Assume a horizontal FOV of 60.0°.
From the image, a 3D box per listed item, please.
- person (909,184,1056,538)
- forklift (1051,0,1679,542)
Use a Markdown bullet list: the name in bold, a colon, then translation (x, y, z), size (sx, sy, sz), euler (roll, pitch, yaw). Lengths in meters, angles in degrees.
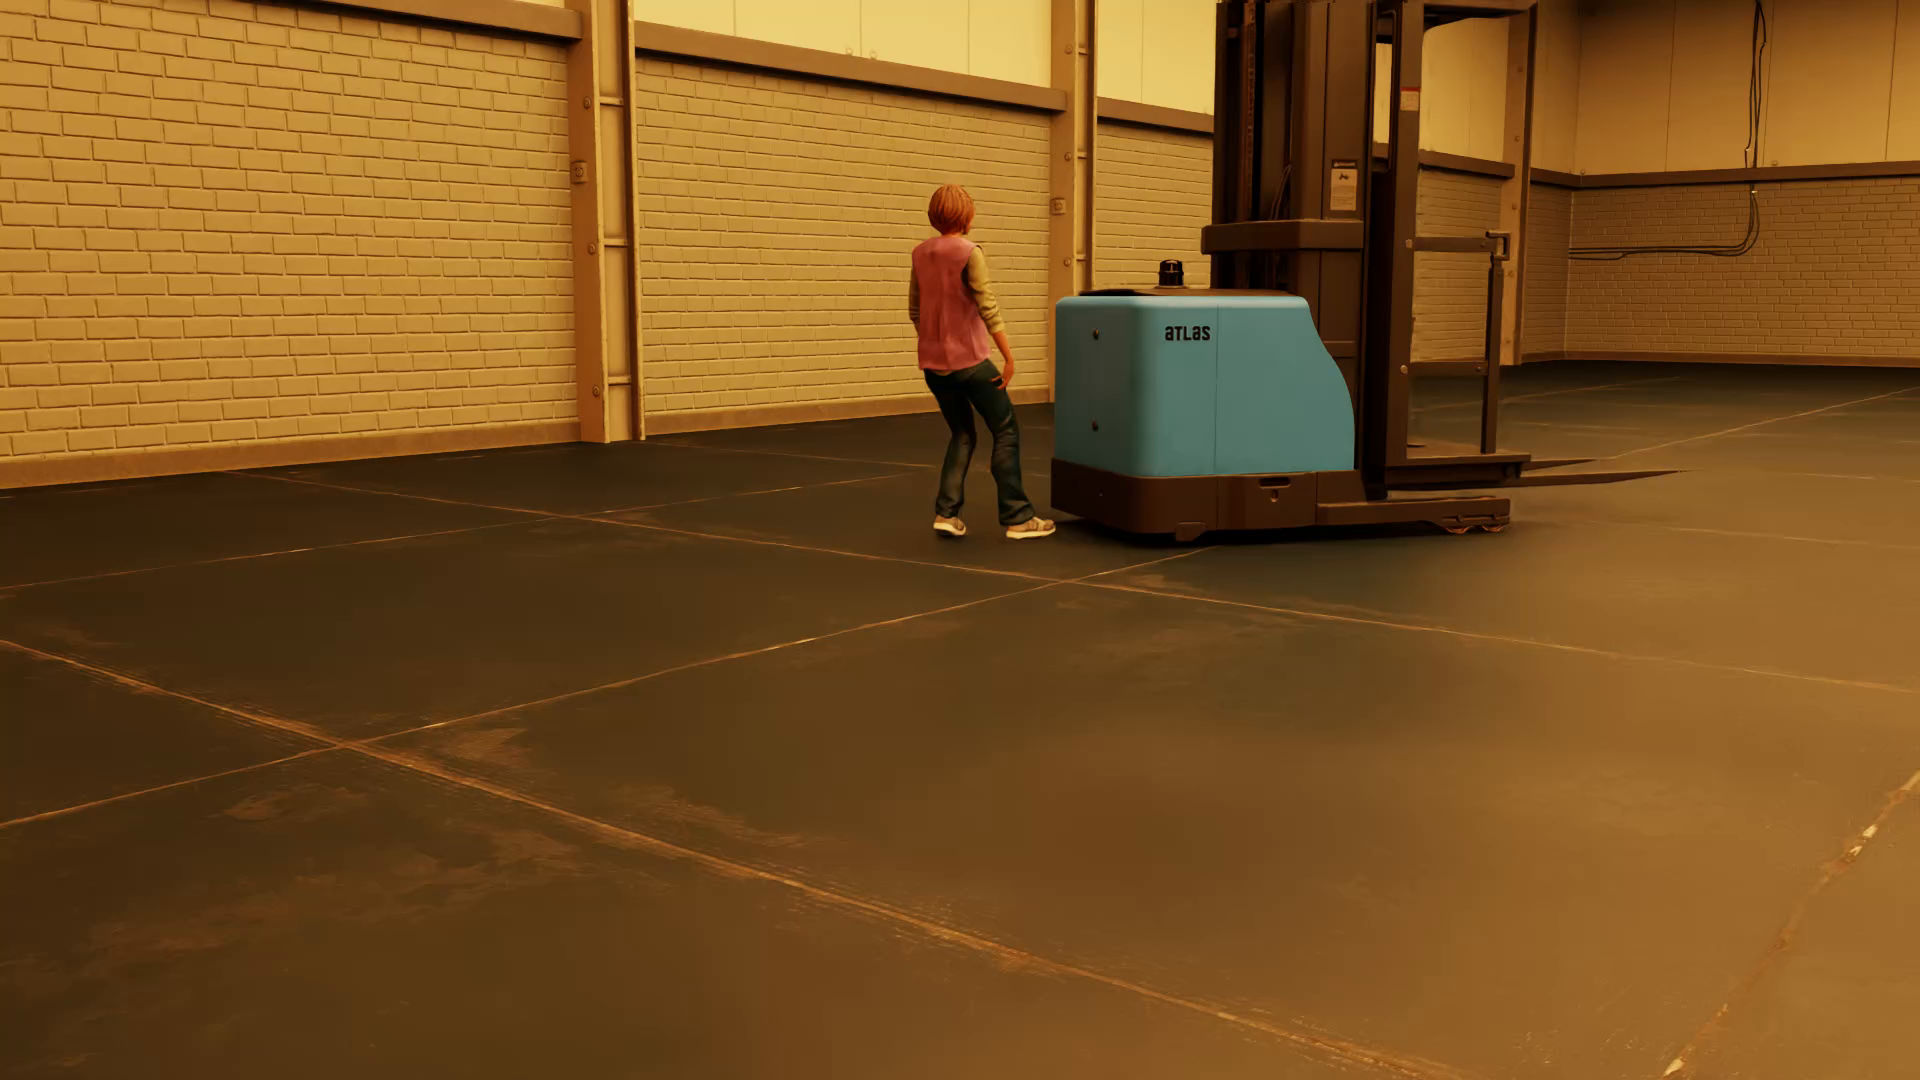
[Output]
- **person**: translation (0.076, -0.794, 7.474), size (0.520, 1.573, 0.573), euler (-8, 11, -43)
- **forklift**: translation (2.009, -1.545, 7.838), size (3.031, 2.935, 1.130), euler (-3, 9, -19)
